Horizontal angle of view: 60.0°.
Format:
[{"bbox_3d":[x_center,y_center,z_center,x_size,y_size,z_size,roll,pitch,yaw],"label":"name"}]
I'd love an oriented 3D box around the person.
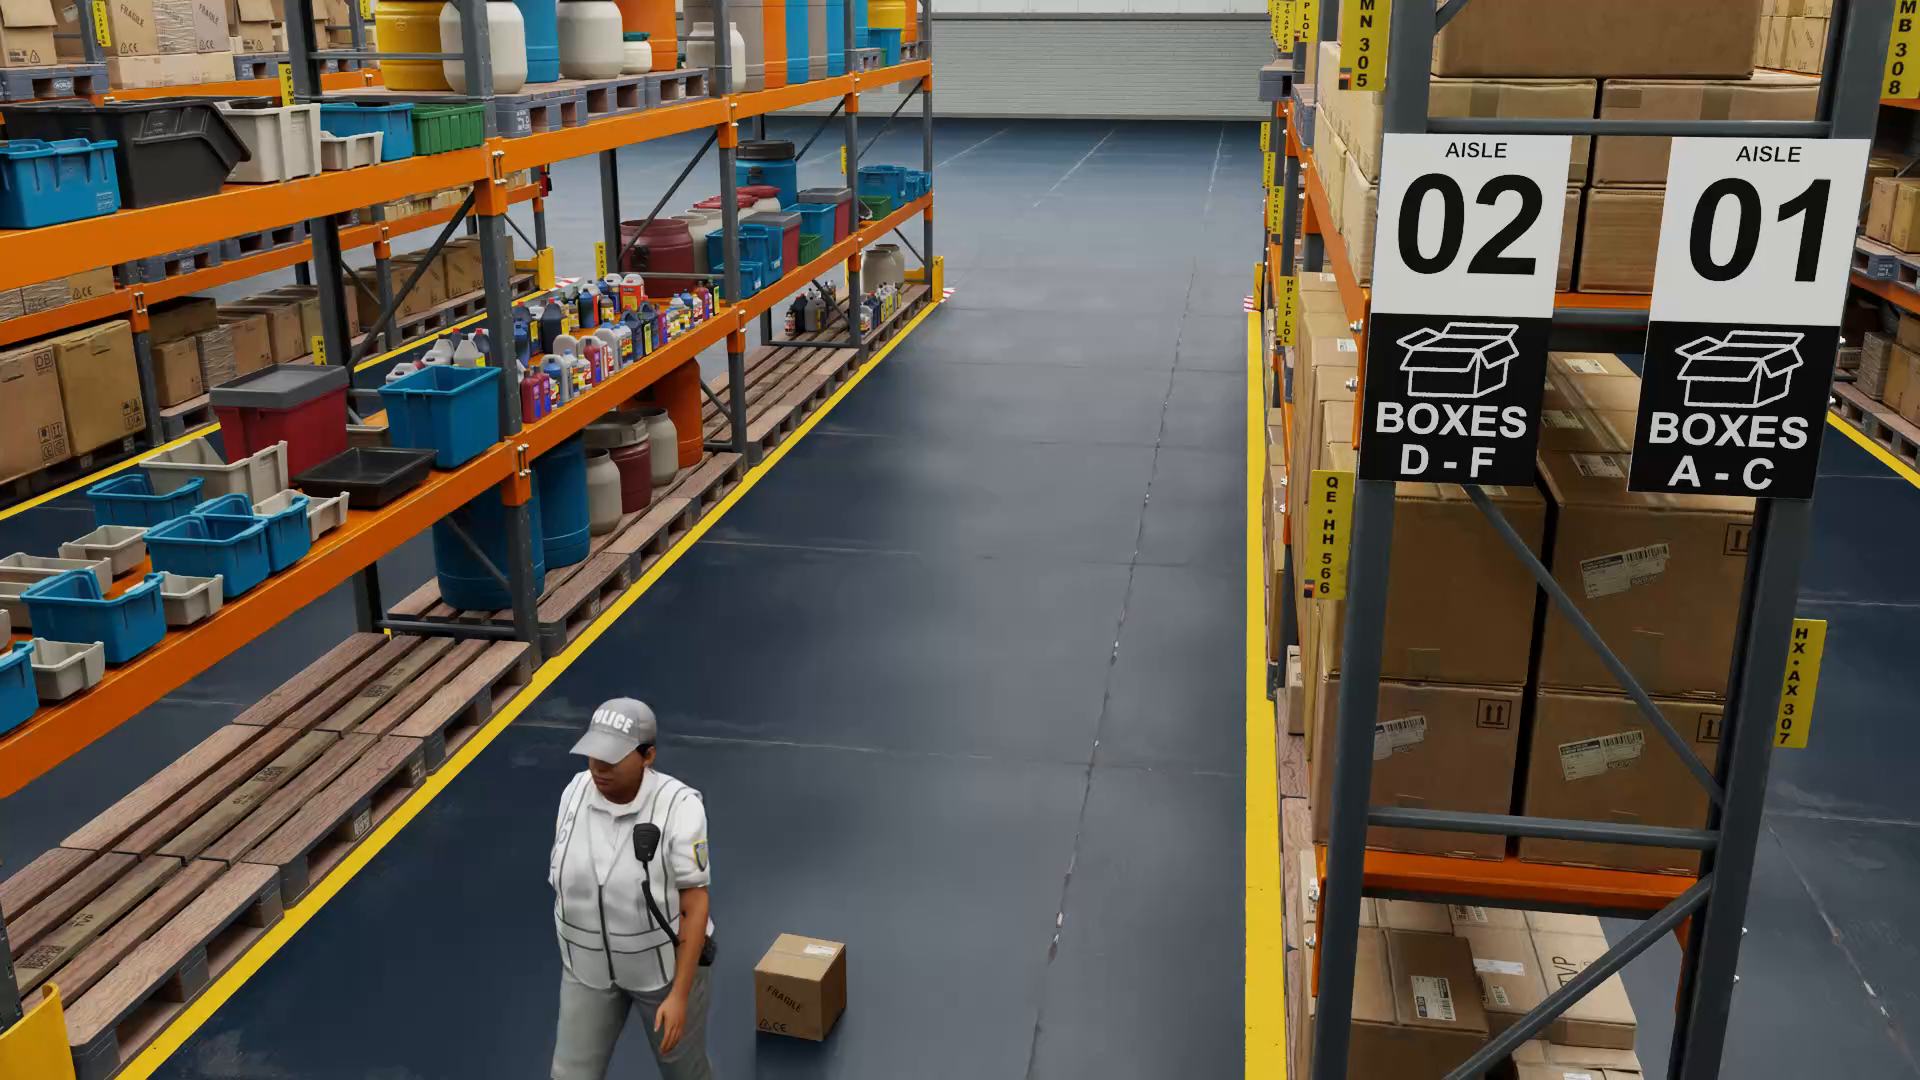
[{"bbox_3d":[-0.937,1.263,4.717,0.491,1.709,0.723,3,18,10],"label":"person"}]
